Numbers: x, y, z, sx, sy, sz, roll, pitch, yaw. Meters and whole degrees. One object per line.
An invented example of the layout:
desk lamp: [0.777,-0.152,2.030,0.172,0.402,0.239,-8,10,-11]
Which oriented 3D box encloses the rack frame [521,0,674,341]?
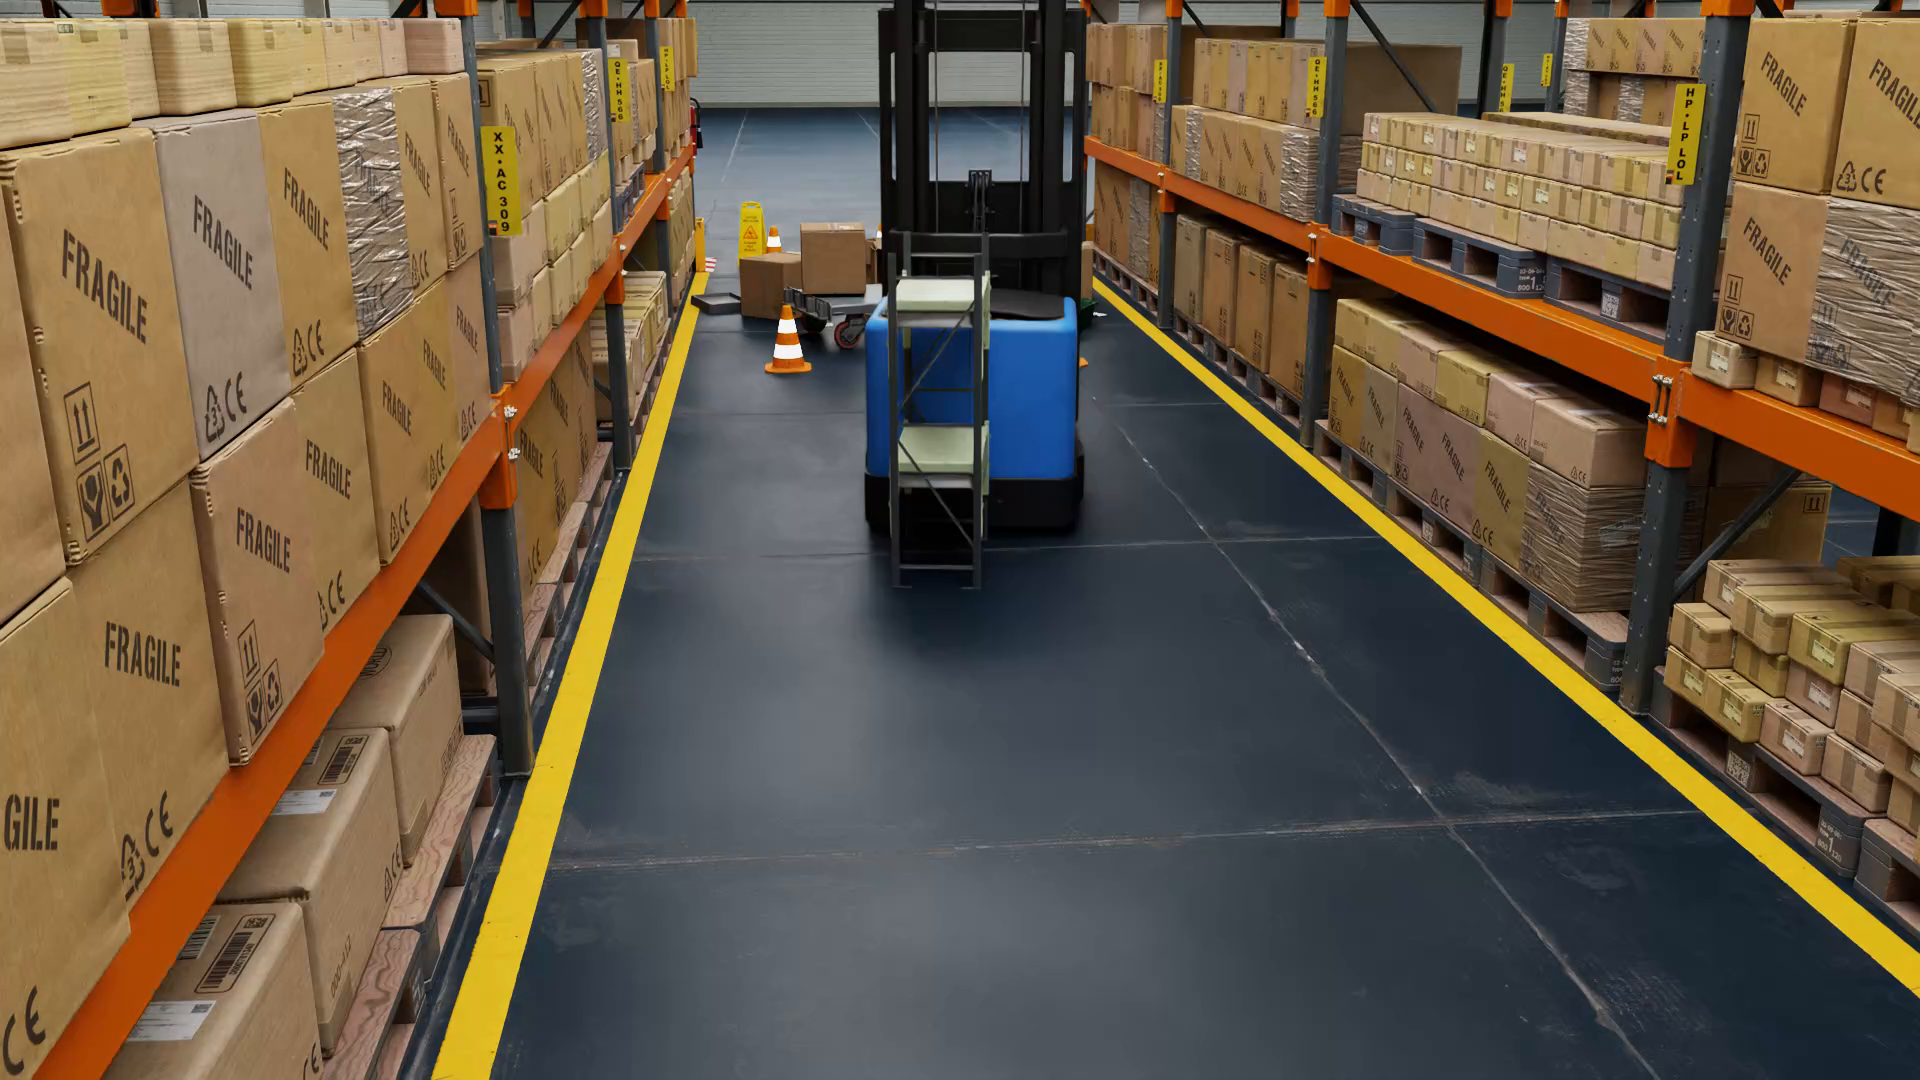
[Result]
rack frame: [-2.778,-3.012,12.763,1.000,3.000,0.127,-2,18,-6]

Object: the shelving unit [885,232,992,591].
shelving unit: [-0.086,-0.605,7.599,0.431,1.500,0.755,1,17,3]

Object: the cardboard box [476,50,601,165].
cardboard box: [-1.991,-2.046,7.851,0.500,0.500,0.500,-1,17,-5]

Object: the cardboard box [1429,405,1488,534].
cardboard box: [2.532,-0.338,7.717,0.500,0.500,0.500,-2,18,-7]

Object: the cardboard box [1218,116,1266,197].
cardboard box: [2.075,-2.627,11.370,0.500,0.500,0.500,-2,17,-5]

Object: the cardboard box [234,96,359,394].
cardboard box: [-1.480,-0.569,3.145,0.500,0.500,0.500,-2,18,-5]

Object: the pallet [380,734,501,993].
pallet: [-1.953,0.931,4.860,1.003,0.211,1.213,-2,18,-6]

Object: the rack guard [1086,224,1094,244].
rack guard: [1.720,-3.201,17.539,1.175,0.500,0.348,-2,18,-6]

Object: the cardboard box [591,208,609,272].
cardboard box: [-1.987,-1.454,8.052,0.500,0.250,0.500,-1,17,-5]

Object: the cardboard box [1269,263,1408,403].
cardboard box: [2.574,-1.314,10.411,1.050,0.750,0.750,-2,18,-6]

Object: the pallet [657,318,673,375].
pallet: [-2.697,-1.450,12.442,1.003,0.211,1.213,-2,18,-6]

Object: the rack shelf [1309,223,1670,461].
rack shelf: [2.754,-1.064,7.760,1.077,0.370,4.000,-2,18,-6]

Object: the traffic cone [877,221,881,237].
traffic cone: [-0.794,-3.041,17.090,0.336,0.463,0.334,-2,18,-6]

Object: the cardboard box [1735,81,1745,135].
cardboard box: [7.094,-3.644,14.112,0.875,0.500,0.500,-2,18,-6]

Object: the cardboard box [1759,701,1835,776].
cardboard box: [2.783,0.618,5.258,0.380,0.149,0.250,-2,18,-6]

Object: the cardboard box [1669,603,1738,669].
cardboard box: [2.679,0.324,5.698,0.380,0.149,0.250,-1,17,-3]

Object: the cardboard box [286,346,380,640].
cardboard box: [-1.487,-0.087,3.279,0.500,0.500,0.500,-1,17,-4]

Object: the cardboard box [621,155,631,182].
cardboard box: [-2.200,-2.254,10.068,0.380,0.149,0.250,-2,18,-5]

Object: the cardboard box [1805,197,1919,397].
cardboard box: [2.819,-0.699,4.731,0.500,0.500,0.500,-2,18,-6]

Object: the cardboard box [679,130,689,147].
cardboard box: [-2.741,-3.754,15.547,0.380,0.149,0.250,-1,17,-5]

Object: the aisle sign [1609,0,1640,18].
aisle sign: [6.958,-5.778,17.233,0.394,0.787,0.004,-2,18,-6]

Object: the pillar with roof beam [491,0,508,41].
pillar with roof beam: [-7.765,-15.747,43.313,9.100,9.000,0.400,-2,18,-6]

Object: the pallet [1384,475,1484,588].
pallet: [2.749,-0.077,8.071,1.003,0.211,1.213,-2,18,-6]

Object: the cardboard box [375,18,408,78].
cardboard box: [-1.686,-1.299,4.387,0.380,0.149,0.250,-1,17,-4]

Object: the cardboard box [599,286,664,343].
cardboard box: [-2.644,-1.588,11.914,0.950,0.372,0.625,-1,17,-2]

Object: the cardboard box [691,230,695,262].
cardboard box: [-2.837,-2.853,16.145,0.500,0.250,0.500,-2,18,-6]

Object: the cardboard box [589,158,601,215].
cardboard box: [-2.007,-1.698,7.994,0.500,0.250,0.500,-2,18,-7]

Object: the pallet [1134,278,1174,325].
pallet: [2.134,-2.094,14.493,1.003,0.211,1.213,-2,18,-6]

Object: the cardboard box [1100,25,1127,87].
cardboard box: [1.793,-4.530,15.544,0.875,0.550,0.550,-2,18,-6]

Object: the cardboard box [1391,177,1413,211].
cardboard box: [2.449,-1.784,8.570,0.380,0.149,0.250,-1,17,-3]

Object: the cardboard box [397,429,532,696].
cardboard box: [-2.097,0.003,6.007,0.875,0.875,0.875,-1,17,-4]

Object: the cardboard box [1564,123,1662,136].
cardboard box: [3.155,-1.931,8.046,0.380,0.149,0.250,-2,18,-6]

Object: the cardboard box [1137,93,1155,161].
cardboard box: [2.006,-3.539,14.192,0.875,0.550,0.550,-2,18,-6]

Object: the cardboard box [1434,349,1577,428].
cardboard box: [2.523,-0.702,7.625,0.500,0.250,0.500,-3,18,-8]

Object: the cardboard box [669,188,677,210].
cardboard box: [-2.524,-2.791,13.614,0.380,0.149,0.250,-2,17,-5]

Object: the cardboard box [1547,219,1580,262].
cardboard box: [2.645,-1.231,6.807,0.380,0.149,0.250,-3,18,-8]

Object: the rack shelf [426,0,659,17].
rack shelf: [-2.572,-3.504,10.524,1.077,0.370,4.000,-2,18,-6]

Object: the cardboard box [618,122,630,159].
cardboard box: [-2.243,-2.506,9.788,0.500,0.500,0.500,-1,17,-3]

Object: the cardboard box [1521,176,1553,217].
cardboard box: [2.613,-1.458,7.034,0.380,0.149,0.250,-3,18,-8]

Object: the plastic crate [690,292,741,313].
plastic crate: [-2.125,-2.112,14.771,0.402,0.080,0.583,-8,19,-25]

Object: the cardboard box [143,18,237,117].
cardboard box: [-1.421,-0.772,2.710,0.380,0.149,0.250,-2,18,-5]

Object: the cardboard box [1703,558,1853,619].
cardboard box: [2.790,0.173,5.682,0.380,0.149,0.250,-1,17,-3]

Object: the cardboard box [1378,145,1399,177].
cardboard box: [2.428,-1.995,8.745,0.380,0.149,0.250,-1,17,-3]

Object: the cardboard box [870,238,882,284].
cardboard box: [-0.387,-2.354,14.608,0.797,0.637,0.503,-2,18,-6]

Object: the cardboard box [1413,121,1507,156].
cardboard box: [2.480,-1.992,8.239,0.380,0.149,0.250,-3,18,-8]

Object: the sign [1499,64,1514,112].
sign: [3.086,-2.537,9.451,0.100,0.325,0.005,-2,18,-6]

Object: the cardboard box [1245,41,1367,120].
cardboard box: [2.349,-3.118,11.264,0.700,0.500,0.500,-2,18,-6]

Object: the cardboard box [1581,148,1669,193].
cardboard box: [2.671,-1.447,6.502,0.380,0.149,0.250,-2,18,-7]

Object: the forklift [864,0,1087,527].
forklift: [0.132,-1.855,9.191,1.130,2.935,3.031,1,17,3]

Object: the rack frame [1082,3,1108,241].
rack frame: [1.722,-4.387,17.142,1.000,3.000,0.127,-2,18,-6]

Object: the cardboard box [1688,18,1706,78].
cardboard box: [6.706,-4.259,14.403,0.500,0.500,0.500,-2,18,-6]

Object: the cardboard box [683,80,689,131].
cardboard box: [-2.814,-4.091,15.536,0.500,0.500,0.500,-2,18,-6]
